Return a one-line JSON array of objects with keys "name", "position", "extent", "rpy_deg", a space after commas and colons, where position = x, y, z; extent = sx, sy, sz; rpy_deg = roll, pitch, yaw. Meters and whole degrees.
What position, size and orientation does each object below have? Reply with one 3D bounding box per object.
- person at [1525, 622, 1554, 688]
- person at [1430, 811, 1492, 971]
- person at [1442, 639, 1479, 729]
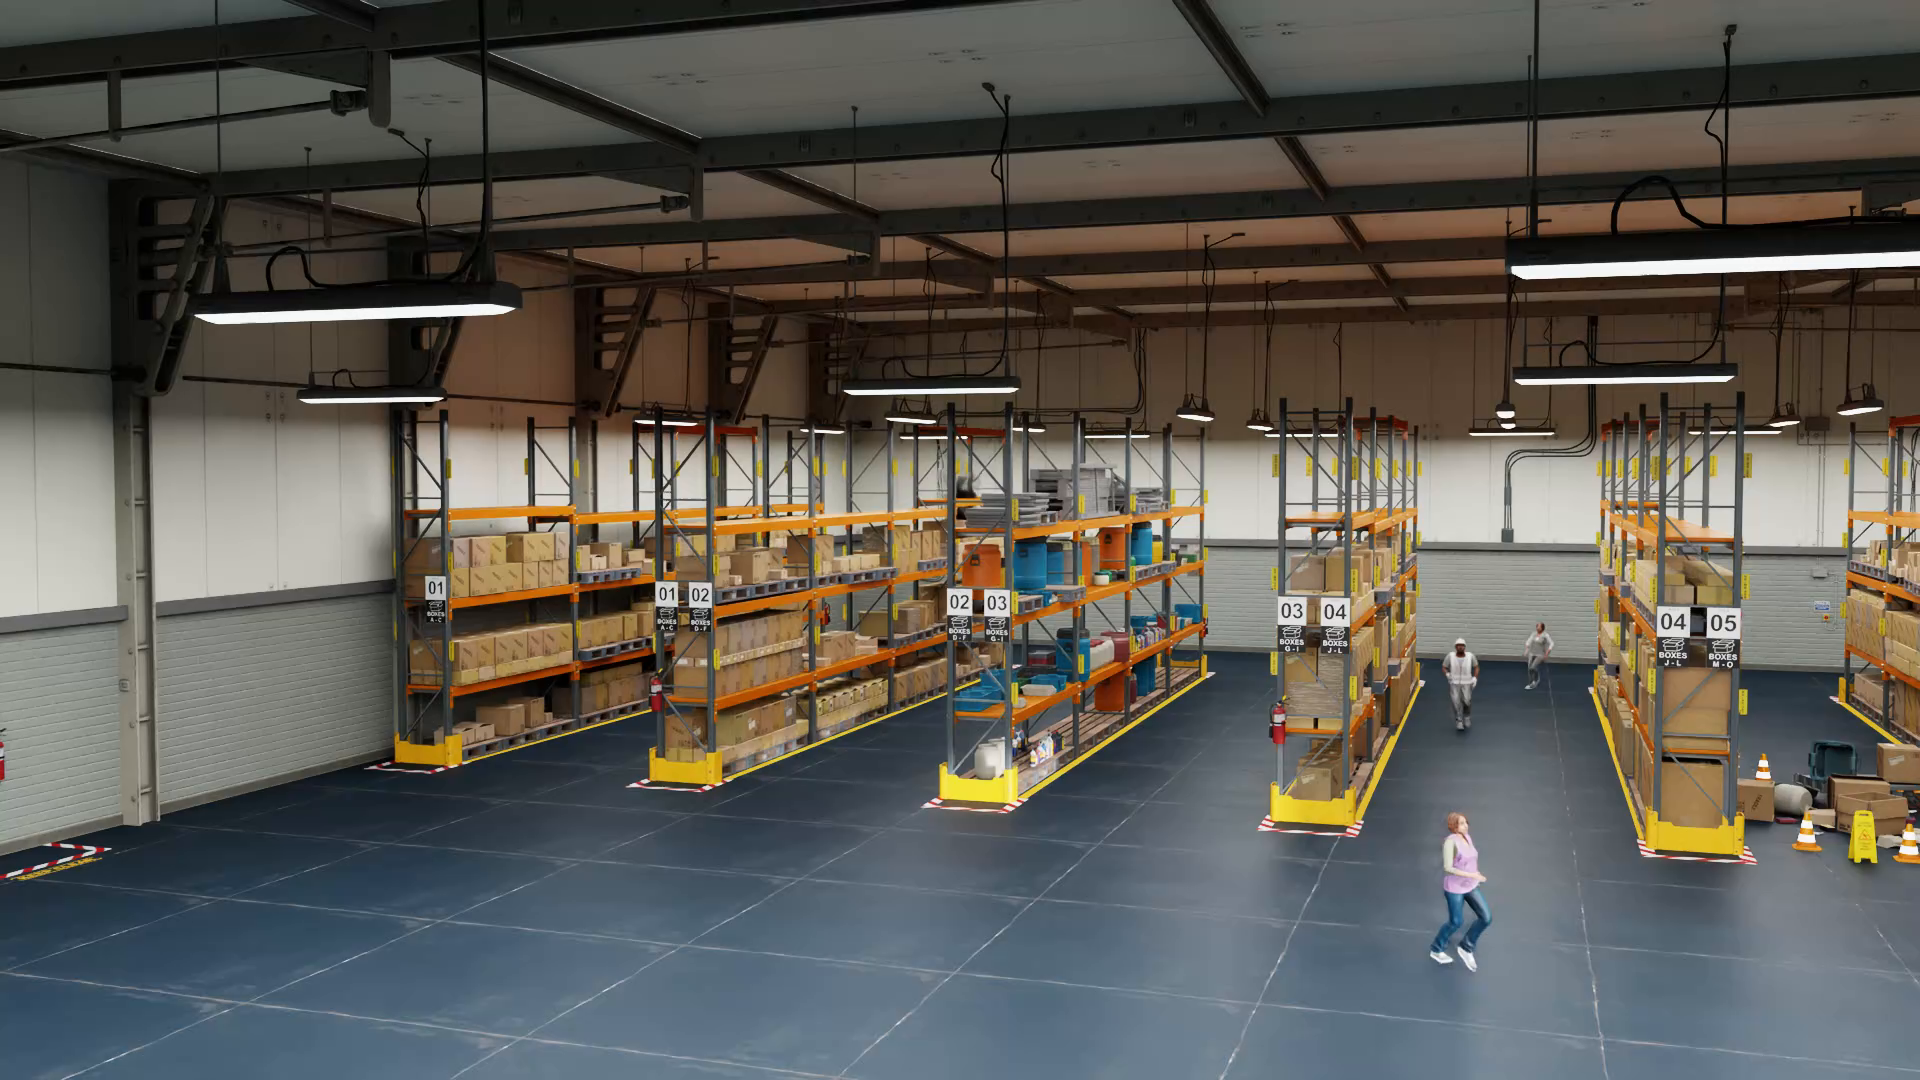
[{"name": "person", "position": [13.035, 2.617, 37.539], "extent": [0.535, 1.539, 0.601], "rpy_deg": [-2, 3, -39]}, {"name": "person", "position": [5.017, 3.502, 16.636], "extent": [0.548, 1.585, 0.661], "rpy_deg": [-2, 3, -36]}, {"name": "person", "position": [9.559, 2.758, 31.806], "extent": [0.679, 1.740, 0.569], "rpy_deg": [1, 3, 19]}]
